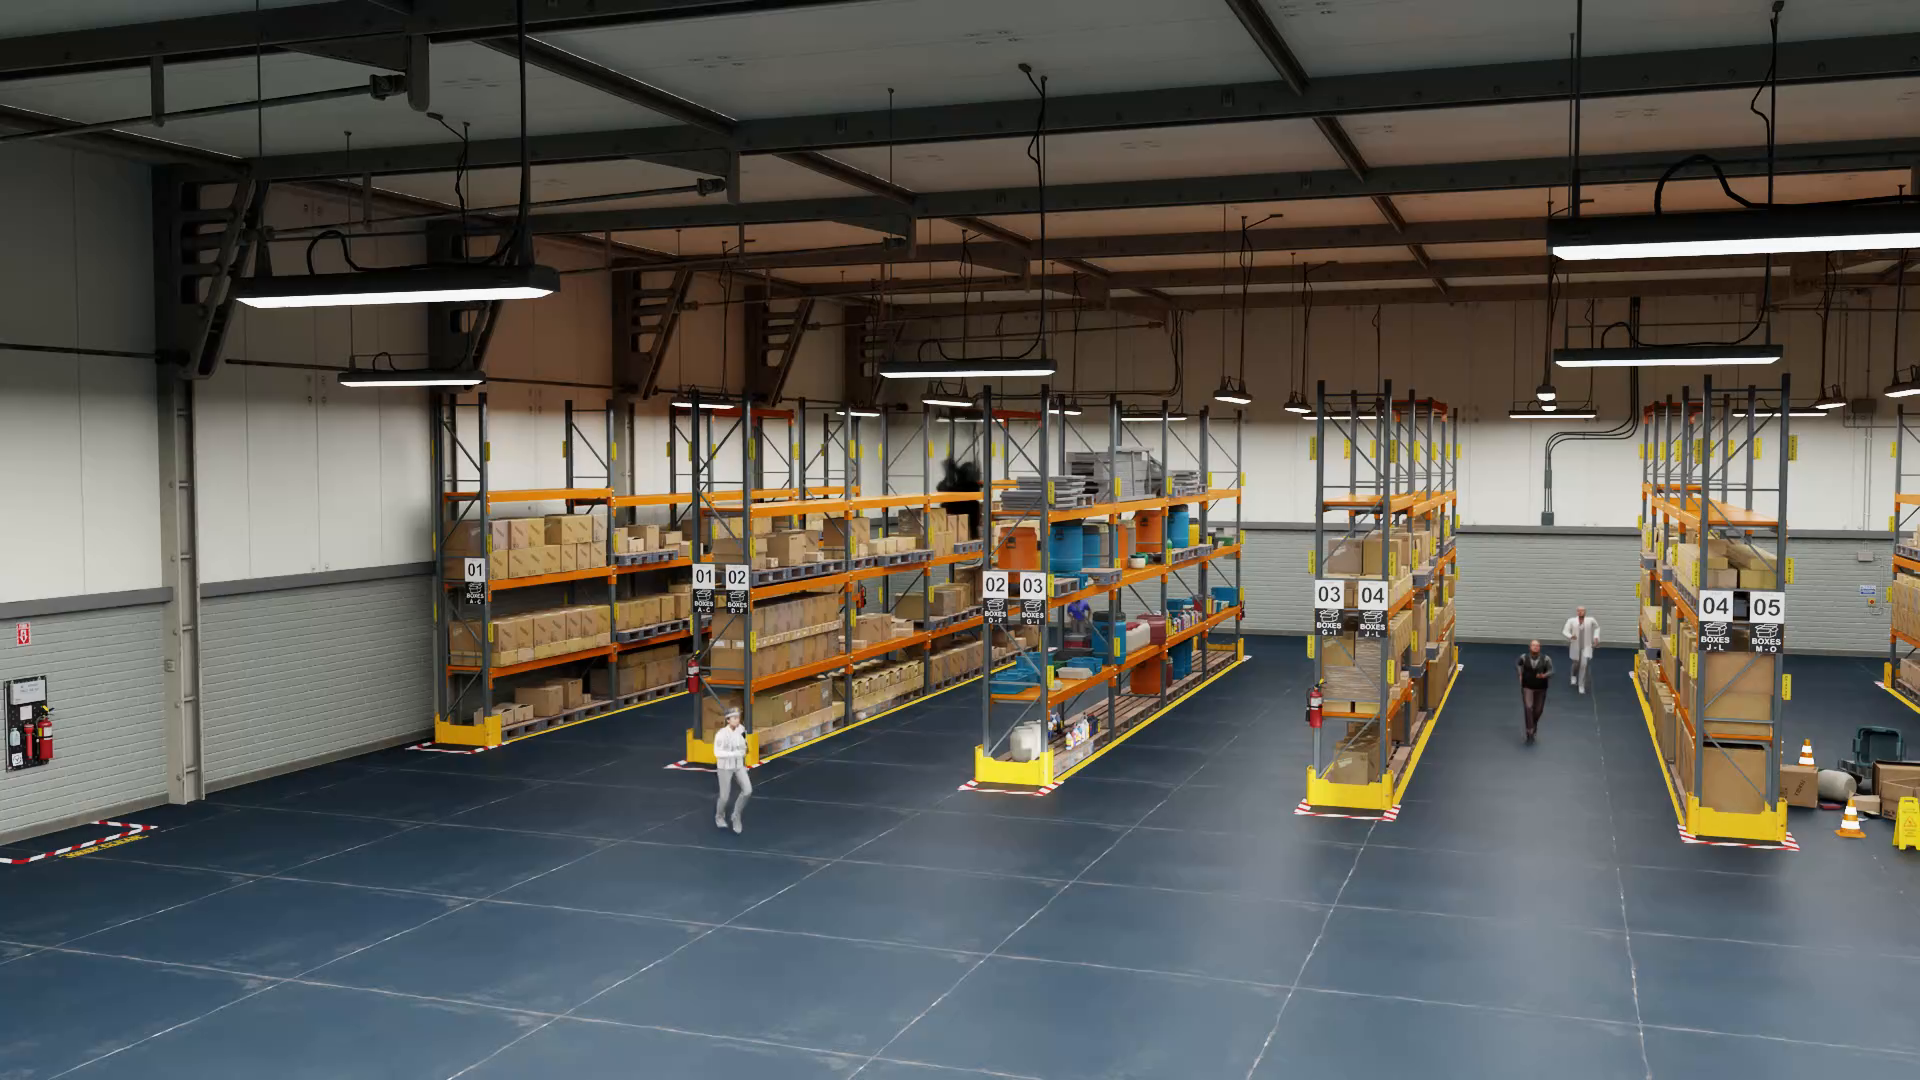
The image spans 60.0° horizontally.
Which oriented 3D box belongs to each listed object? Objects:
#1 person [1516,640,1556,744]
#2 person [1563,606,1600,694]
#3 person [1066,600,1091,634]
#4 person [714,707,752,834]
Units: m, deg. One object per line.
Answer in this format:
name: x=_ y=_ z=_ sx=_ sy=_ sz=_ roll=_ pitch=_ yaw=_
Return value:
person: x=9.999 y=2.615 z=28.884 sx=0.623 sy=1.760 sz=1.058 roll=1 pitch=3 yaw=12
person: x=12.997 y=2.264 z=34.791 sx=0.713 sy=1.790 sz=1.043 roll=1 pitch=3 yaw=23
person: x=2.846 y=2.058 z=40.105 sx=0.569 sy=1.664 sz=0.669 roll=1 pitch=3 yaw=12
person: x=-2.982 y=2.997 z=21.763 sx=0.642 sy=1.673 sz=0.785 roll=-3 pitch=4 yaw=-41
